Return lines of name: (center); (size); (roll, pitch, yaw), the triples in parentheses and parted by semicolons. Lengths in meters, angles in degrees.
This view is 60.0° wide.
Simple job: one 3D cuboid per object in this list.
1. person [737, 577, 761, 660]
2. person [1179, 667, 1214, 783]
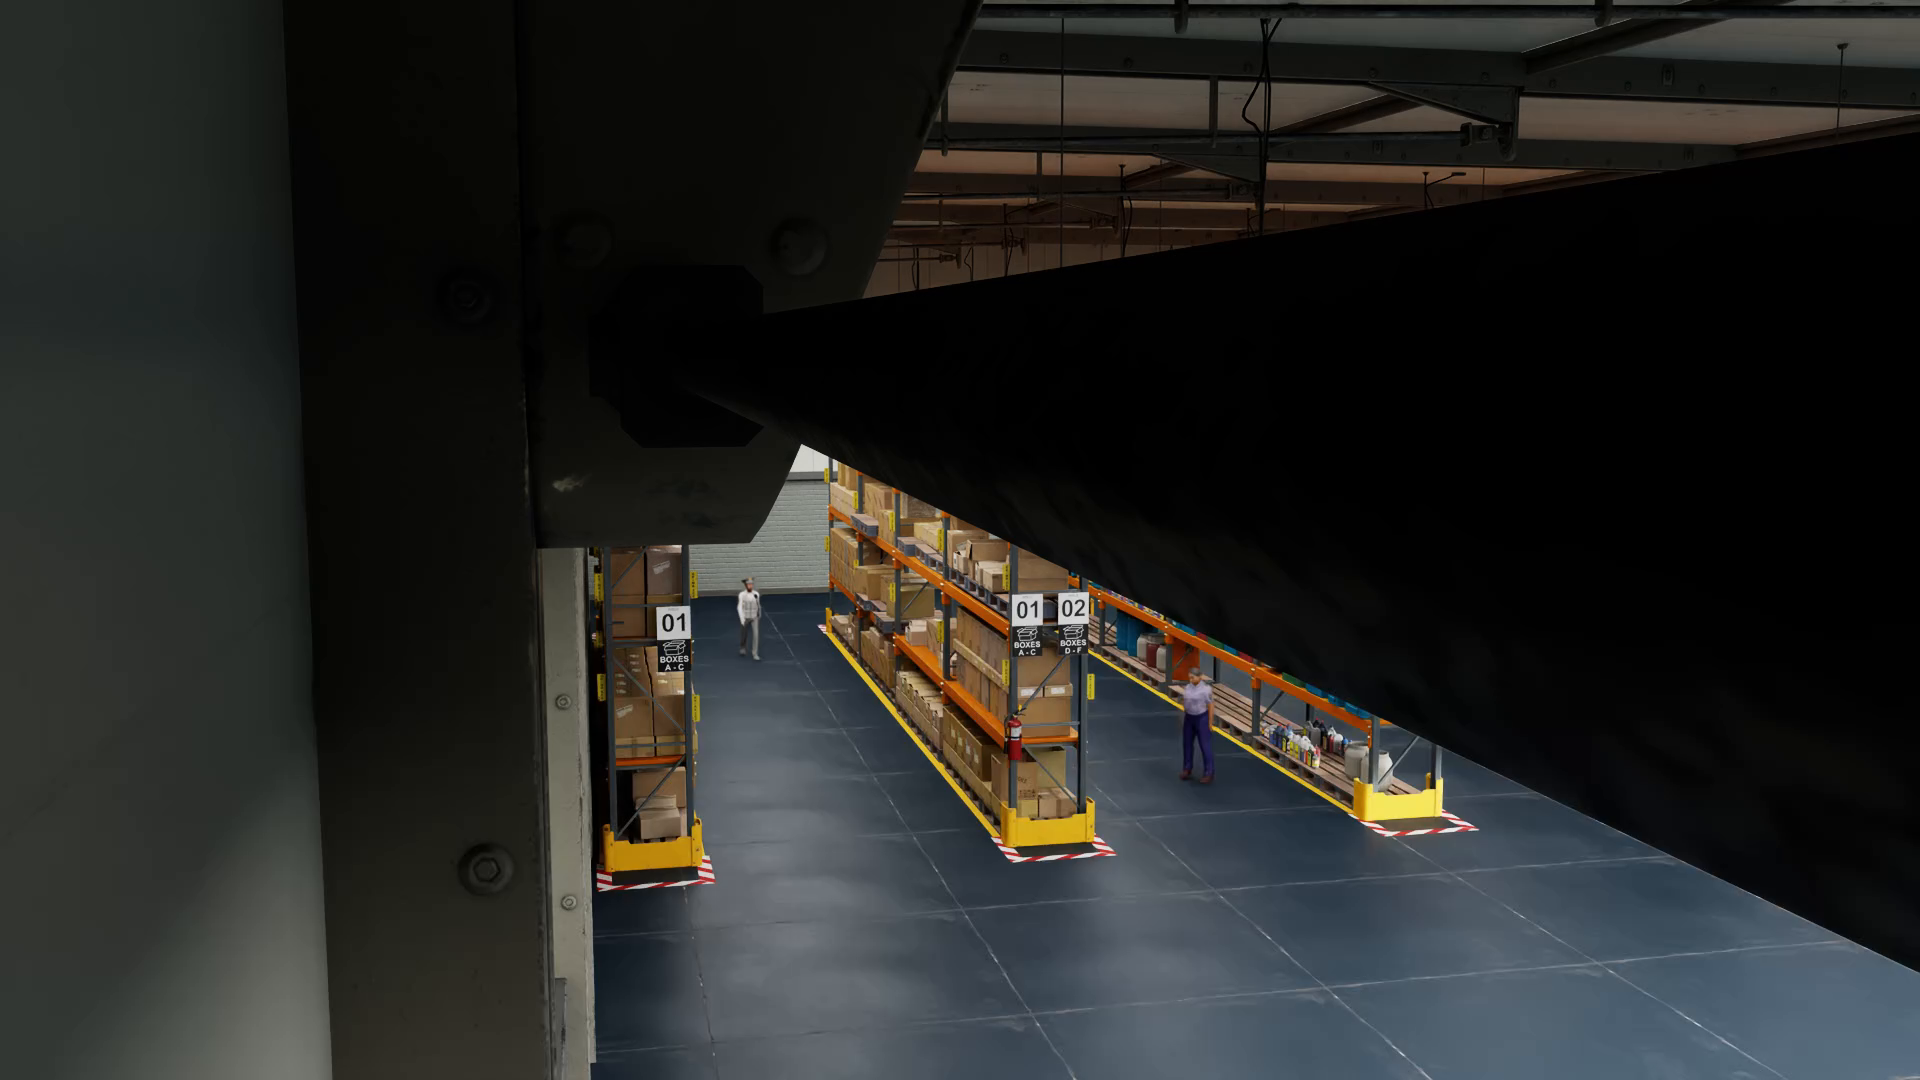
person: (-4.219, 1.555, 33.347); (0.507, 1.645, 0.952); (-2, 7, -18)
person: (3.450, 2.664, 24.140); (0.389, 1.636, 0.577); (-6, 9, -39)
